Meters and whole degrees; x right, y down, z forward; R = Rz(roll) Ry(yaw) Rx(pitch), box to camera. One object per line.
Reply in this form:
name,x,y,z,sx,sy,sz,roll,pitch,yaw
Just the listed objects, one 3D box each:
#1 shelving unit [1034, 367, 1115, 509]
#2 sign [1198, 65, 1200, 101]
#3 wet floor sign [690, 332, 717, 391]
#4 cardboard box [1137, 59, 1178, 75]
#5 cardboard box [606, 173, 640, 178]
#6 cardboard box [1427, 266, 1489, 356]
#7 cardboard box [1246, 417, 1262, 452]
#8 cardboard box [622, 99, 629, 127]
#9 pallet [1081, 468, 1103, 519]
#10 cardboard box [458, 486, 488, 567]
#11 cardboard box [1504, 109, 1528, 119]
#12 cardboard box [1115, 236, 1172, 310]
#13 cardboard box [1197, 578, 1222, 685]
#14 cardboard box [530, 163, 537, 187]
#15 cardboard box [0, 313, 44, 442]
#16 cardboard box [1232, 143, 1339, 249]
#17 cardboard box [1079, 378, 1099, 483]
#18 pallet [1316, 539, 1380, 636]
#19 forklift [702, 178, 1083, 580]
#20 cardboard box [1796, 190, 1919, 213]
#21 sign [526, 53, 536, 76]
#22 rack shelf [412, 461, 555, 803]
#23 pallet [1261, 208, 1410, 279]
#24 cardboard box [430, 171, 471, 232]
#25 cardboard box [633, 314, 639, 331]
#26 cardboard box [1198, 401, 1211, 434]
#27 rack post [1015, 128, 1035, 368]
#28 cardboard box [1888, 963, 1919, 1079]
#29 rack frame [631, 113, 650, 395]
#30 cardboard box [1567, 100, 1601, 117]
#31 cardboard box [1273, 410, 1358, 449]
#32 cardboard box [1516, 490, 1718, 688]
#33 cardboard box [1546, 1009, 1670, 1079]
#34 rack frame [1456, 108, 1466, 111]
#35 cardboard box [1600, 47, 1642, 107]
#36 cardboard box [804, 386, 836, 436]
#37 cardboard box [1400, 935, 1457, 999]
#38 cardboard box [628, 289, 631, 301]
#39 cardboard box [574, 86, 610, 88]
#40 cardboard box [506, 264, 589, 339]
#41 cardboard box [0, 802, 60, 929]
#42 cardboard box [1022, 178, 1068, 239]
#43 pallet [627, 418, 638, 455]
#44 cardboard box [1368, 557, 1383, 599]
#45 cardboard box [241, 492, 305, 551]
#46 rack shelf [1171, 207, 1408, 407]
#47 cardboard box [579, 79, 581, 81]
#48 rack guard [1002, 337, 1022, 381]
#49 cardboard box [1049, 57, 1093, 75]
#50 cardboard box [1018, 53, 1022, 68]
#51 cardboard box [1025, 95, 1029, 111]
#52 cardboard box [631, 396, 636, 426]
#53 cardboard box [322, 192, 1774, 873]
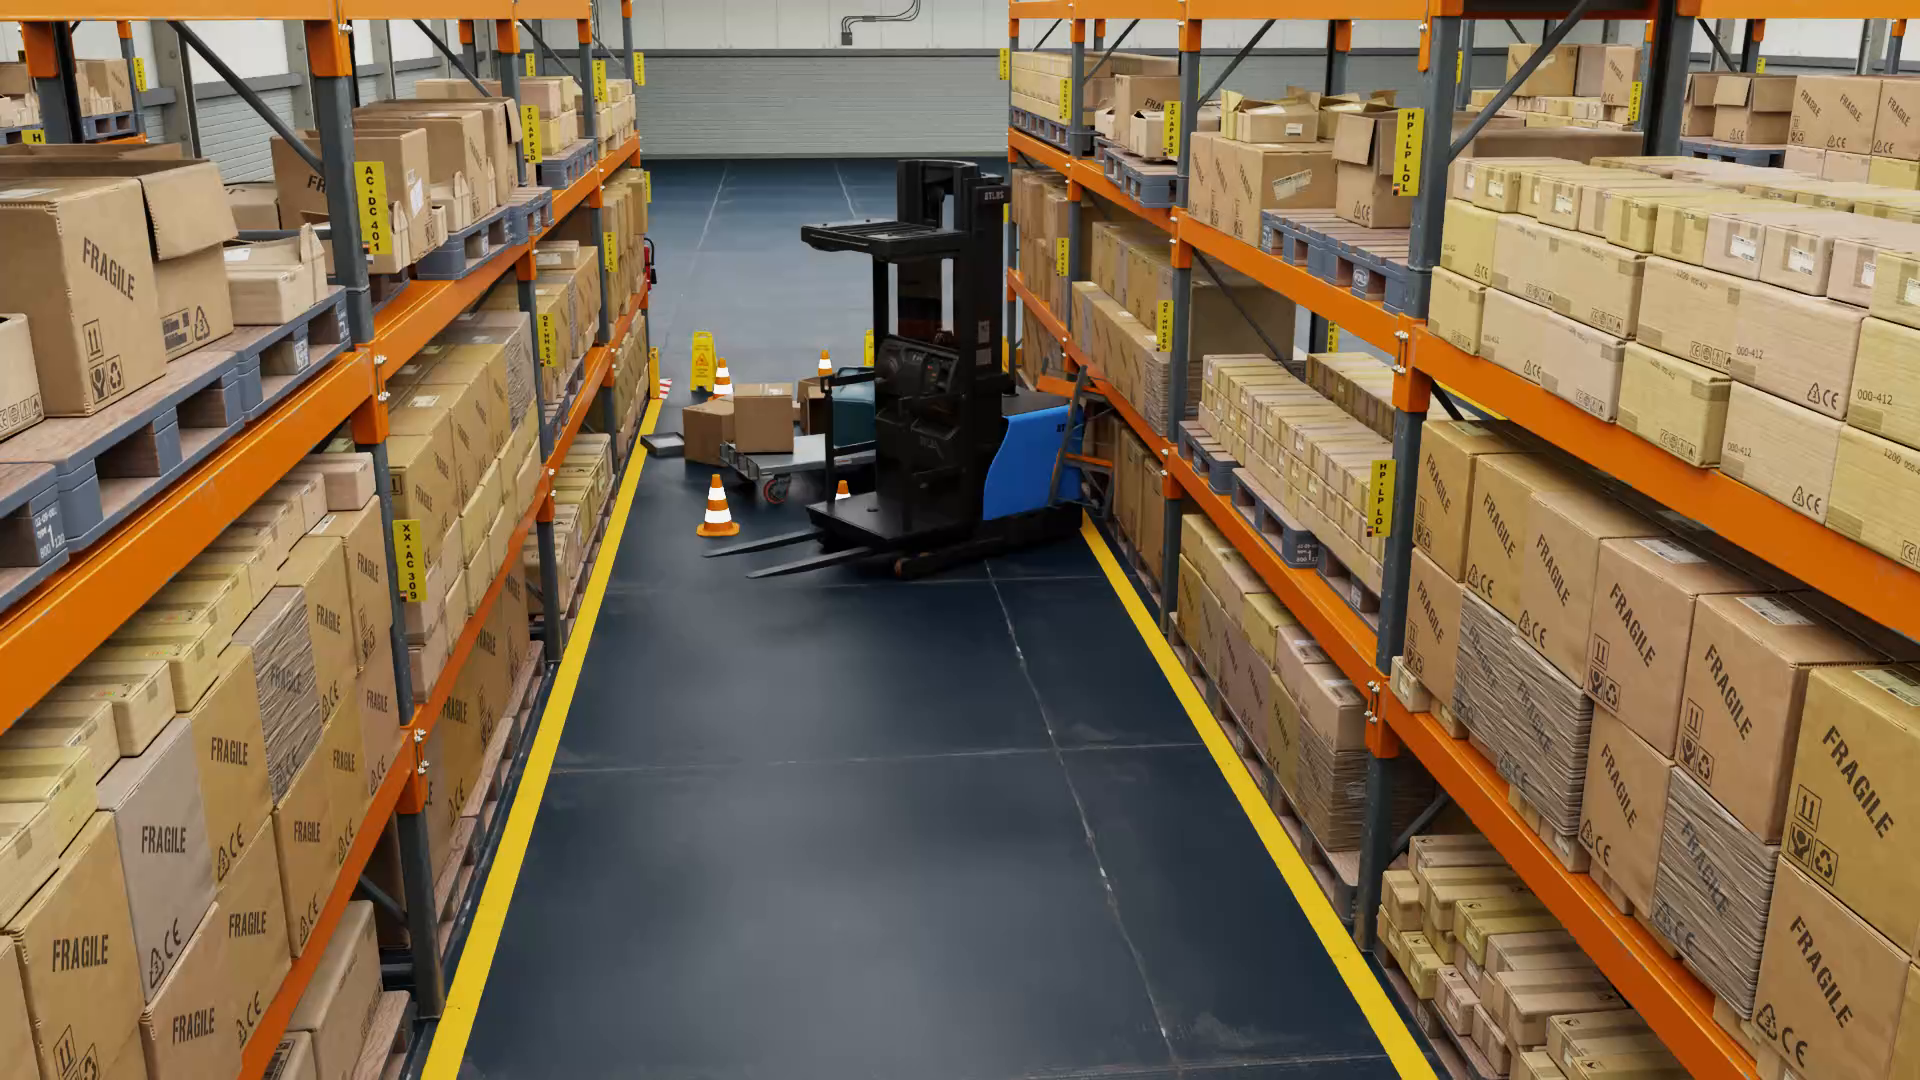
shelving unit,0.922,-0.842,13.424,0.538,0.981,1.030,12,6,-16
sign,1.980,-3.865,14.084,0.100,0.325,0.005,-2,18,-6
wet floor sign,-2.840,-1.993,18.447,0.267,0.644,0.232,4,18,13
cardboard box,1.742,-4.076,14.366,0.380,0.149,0.250,-2,18,-5
cardboard box,-3.570,-3.396,16.655,0.700,0.500,0.500,-2,18,-5
cardboard box,2.051,-0.848,6.112,0.500,0.250,0.500,-1,17,-3
cardboard box,1.816,-0.588,9.265,0.380,0.149,0.250,-2,18,-6
cardboard box,-3.455,-4.079,15.909,0.500,0.250,0.500,-1,17,-4
pallet,1.596,-0.460,14.289,1.003,0.211,1.213,-2,18,-6
cardboard box,-2.519,-0.063,7.787,0.500,0.250,0.500,-2,17,-5
cardboard box,5.872,-4.239,16.915,0.500,0.250,0.500,-2,18,-6
cardboard box,1.605,-2.091,12.993,0.700,0.500,0.500,-2,18,-5
cardboard box,1.728,0.535,9.938,0.500,0.500,0.500,-2,17,-5
cardboard box,-3.245,-2.577,11.197,0.797,0.503,0.637,-2,18,-6
cardboard box,-2.339,-0.343,3.536,0.525,0.311,0.525,-2,18,-7
cardboard box,1.763,-1.829,8.820,0.500,0.500,0.500,-2,18,-6
cardboard box,1.595,-0.962,14.290,1.050,0.750,0.750,-2,18,-6
pallet,2.332,0.225,7.772,1.003,0.211,1.213,-2,18,-6
forklift,-0.489,-1.240,12.380,3.031,2.843,1.129,-13,22,-36
cardboard box,2.729,-0.953,4.947,0.380,0.149,0.250,-2,18,-6
sign,-4.424,-4.858,17.175,0.100,0.325,0.005,-2,18,-6
rack shelf,-2.853,0.296,8.426,1.077,0.370,4.000,-2,18,-6
pallet,2.198,-1.472,8.163,1.213,0.211,1.003,-2,18,-6
cardboard box,-2.487,-1.574,7.697,0.396,0.266,0.258,0,17,-1
cardboard box,-3.415,-2.169,16.633,0.380,0.149,0.250,-1,17,-5
cardboard box,1.699,-0.767,10.330,0.380,0.149,0.250,-2,18,-6
rack post,6.460,-2.843,14.214,10.902,4.420,9.321,-2,18,-6
cardboard box,2.376,1.242,3.549,0.500,0.500,0.500,-1,17,-5
rack frame,-3.885,-3.026,17.809,1.000,3.000,0.127,-2,18,-6
cardboard box,6.008,-4.093,15.785,0.380,0.149,0.250,-1,17,-4
cardboard box,1.868,-0.581,8.743,0.380,0.149,0.250,-2,18,-6
cardboard box,2.160,0.146,5.371,0.500,0.500,0.500,-1,17,-5
cardboard box,2.245,1.743,5.684,0.380,0.149,0.250,-3,18,-8
rack frame,5.972,-3.332,18.784,1.000,3.000,0.127,-2,18,-6
cardboard box,6.085,-4.126,14.806,0.500,0.500,0.500,-2,18,-7
cardboard box,-1.081,-1.177,15.858,0.797,0.637,0.503,-2,18,-6
cardboard box,2.012,1.723,6.738,0.380,0.149,0.250,-1,17,-4
cardboard box,-3.432,-2.423,16.306,0.380,0.149,0.250,-2,18,-6
cardboard box,-3.423,-4.091,15.280,0.380,0.149,0.250,-1,17,-5
cardboard box,-3.097,-1.792,12.514,0.500,0.500,0.500,-1,17,-4
cardboard box,-2.006,0.635,3.227,0.380,0.149,0.250,-1,17,-4
cardboard box,1.099,-3.352,16.794,0.875,0.550,0.550,-2,18,-6
pallet,-3.706,-1.067,16.225,1.003,0.211,1.213,-2,18,-6
cardboard box,2.028,0.173,7.336,0.380,0.149,0.250,-2,18,-7
cardboard box,-2.363,-0.047,5.399,0.380,0.149,0.250,-2,18,-6
rack shelf,2.258,-0.745,6.736,1.077,0.370,7.843,-2,18,-6
cardboard box,-4.051,-4.606,16.920,0.380,0.149,0.250,-2,18,-6
rack guard,1.026,-2.024,18.789,1.175,0.500,0.348,-2,18,-6
cardboard box,1.010,-4.281,15.018,0.380,0.149,0.250,-1,17,-5
cardboard box,0.798,-4.889,16.954,0.380,0.149,0.250,-2,18,-6
cardboard box,0.849,-4.356,16.587,0.380,0.149,0.250,-2,18,-5
cardboard box,-3.388,-1.224,15.957,0.500,0.250,0.500,-2,18,-6
cardboard box,-0.104,-0.007,5.272,4.833,2.149,1.023,-2,18,-7
